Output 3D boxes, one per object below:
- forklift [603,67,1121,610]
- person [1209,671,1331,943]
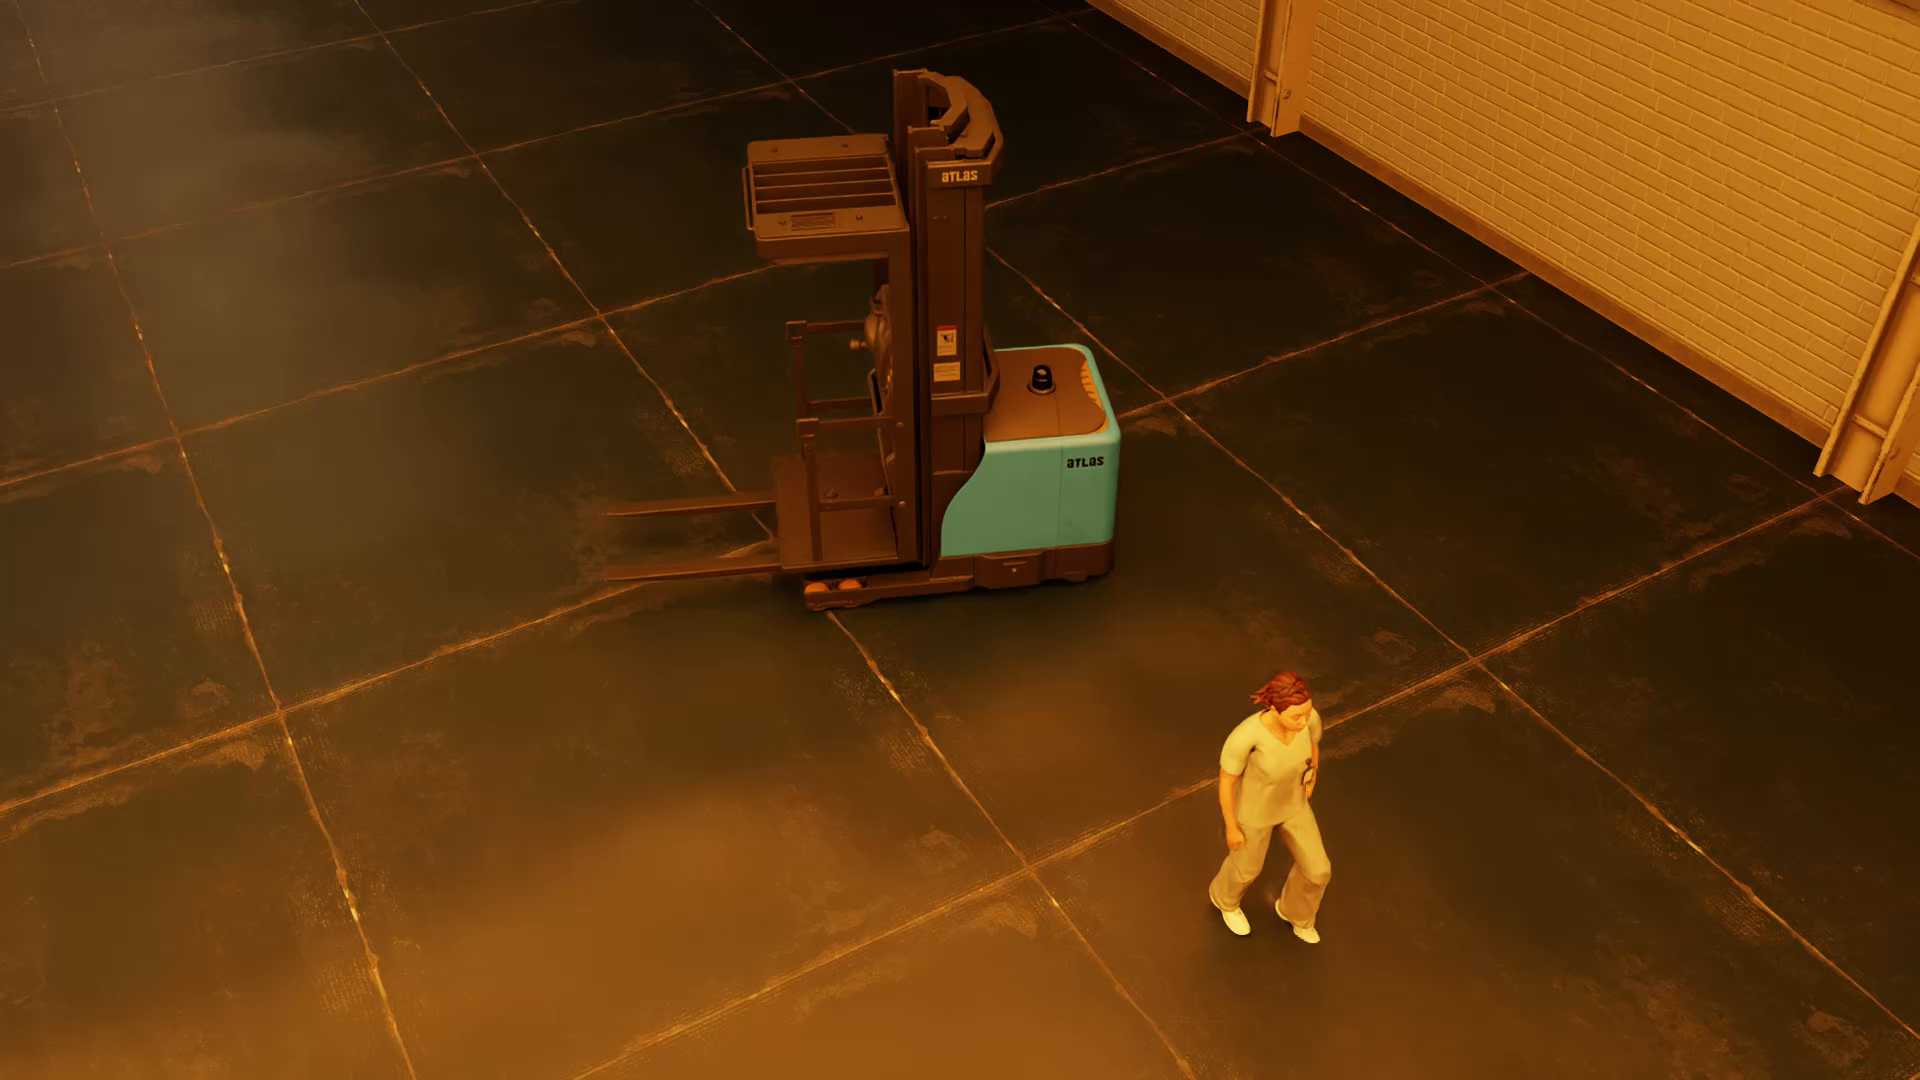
[{"bbox_3d":[-0.629,-1.073,9.329,3.031,2.935,1.130,-5,40,-6],"label":"forklift"},{"bbox_3d":[1.417,1.253,7.574,0.538,1.710,0.497,-16,42,-18],"label":"person"}]
